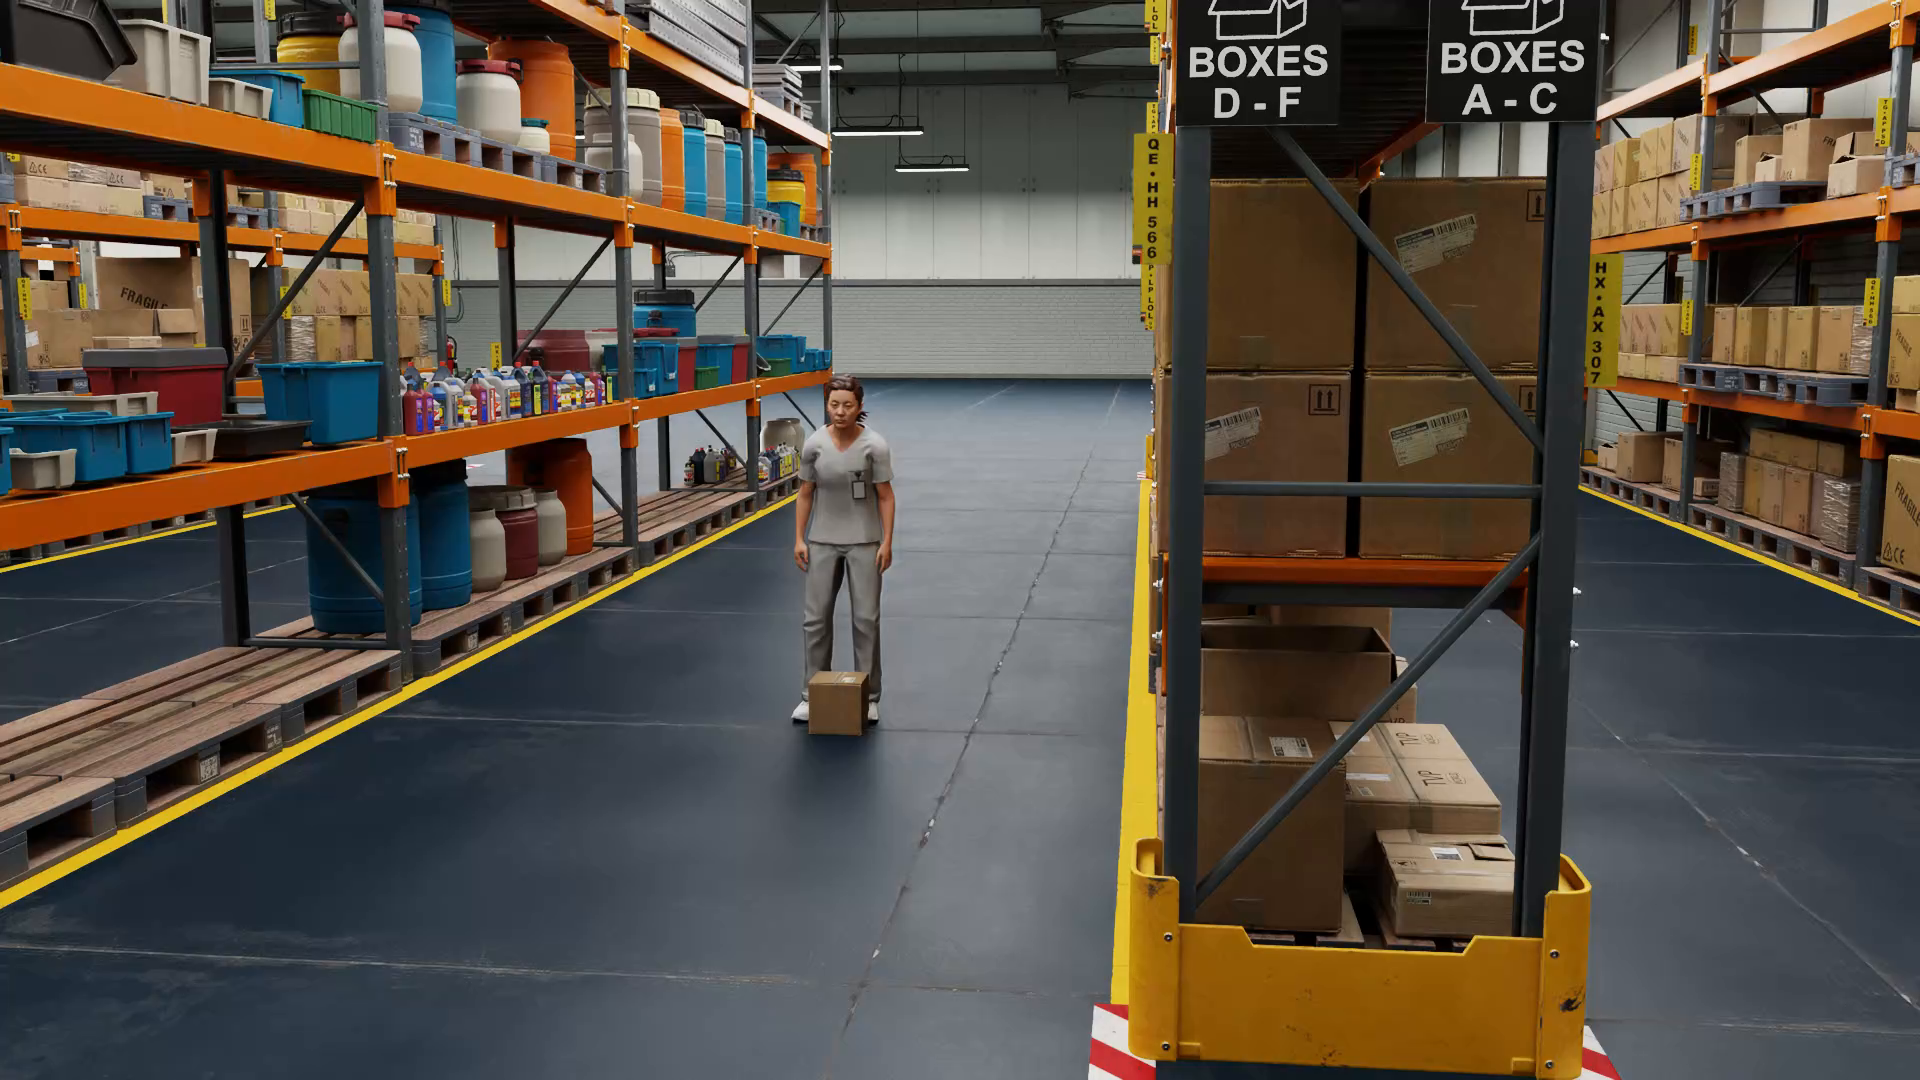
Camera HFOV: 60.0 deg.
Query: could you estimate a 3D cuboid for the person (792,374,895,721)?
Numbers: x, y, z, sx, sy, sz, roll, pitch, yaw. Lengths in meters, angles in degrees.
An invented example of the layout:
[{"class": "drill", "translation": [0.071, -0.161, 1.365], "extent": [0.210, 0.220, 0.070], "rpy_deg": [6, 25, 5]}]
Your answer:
[{"class": "person", "translation": [-0.558, 0.064, 8.041], "extent": [0.486, 1.615, 0.357], "rpy_deg": [1, 8, 7]}]
